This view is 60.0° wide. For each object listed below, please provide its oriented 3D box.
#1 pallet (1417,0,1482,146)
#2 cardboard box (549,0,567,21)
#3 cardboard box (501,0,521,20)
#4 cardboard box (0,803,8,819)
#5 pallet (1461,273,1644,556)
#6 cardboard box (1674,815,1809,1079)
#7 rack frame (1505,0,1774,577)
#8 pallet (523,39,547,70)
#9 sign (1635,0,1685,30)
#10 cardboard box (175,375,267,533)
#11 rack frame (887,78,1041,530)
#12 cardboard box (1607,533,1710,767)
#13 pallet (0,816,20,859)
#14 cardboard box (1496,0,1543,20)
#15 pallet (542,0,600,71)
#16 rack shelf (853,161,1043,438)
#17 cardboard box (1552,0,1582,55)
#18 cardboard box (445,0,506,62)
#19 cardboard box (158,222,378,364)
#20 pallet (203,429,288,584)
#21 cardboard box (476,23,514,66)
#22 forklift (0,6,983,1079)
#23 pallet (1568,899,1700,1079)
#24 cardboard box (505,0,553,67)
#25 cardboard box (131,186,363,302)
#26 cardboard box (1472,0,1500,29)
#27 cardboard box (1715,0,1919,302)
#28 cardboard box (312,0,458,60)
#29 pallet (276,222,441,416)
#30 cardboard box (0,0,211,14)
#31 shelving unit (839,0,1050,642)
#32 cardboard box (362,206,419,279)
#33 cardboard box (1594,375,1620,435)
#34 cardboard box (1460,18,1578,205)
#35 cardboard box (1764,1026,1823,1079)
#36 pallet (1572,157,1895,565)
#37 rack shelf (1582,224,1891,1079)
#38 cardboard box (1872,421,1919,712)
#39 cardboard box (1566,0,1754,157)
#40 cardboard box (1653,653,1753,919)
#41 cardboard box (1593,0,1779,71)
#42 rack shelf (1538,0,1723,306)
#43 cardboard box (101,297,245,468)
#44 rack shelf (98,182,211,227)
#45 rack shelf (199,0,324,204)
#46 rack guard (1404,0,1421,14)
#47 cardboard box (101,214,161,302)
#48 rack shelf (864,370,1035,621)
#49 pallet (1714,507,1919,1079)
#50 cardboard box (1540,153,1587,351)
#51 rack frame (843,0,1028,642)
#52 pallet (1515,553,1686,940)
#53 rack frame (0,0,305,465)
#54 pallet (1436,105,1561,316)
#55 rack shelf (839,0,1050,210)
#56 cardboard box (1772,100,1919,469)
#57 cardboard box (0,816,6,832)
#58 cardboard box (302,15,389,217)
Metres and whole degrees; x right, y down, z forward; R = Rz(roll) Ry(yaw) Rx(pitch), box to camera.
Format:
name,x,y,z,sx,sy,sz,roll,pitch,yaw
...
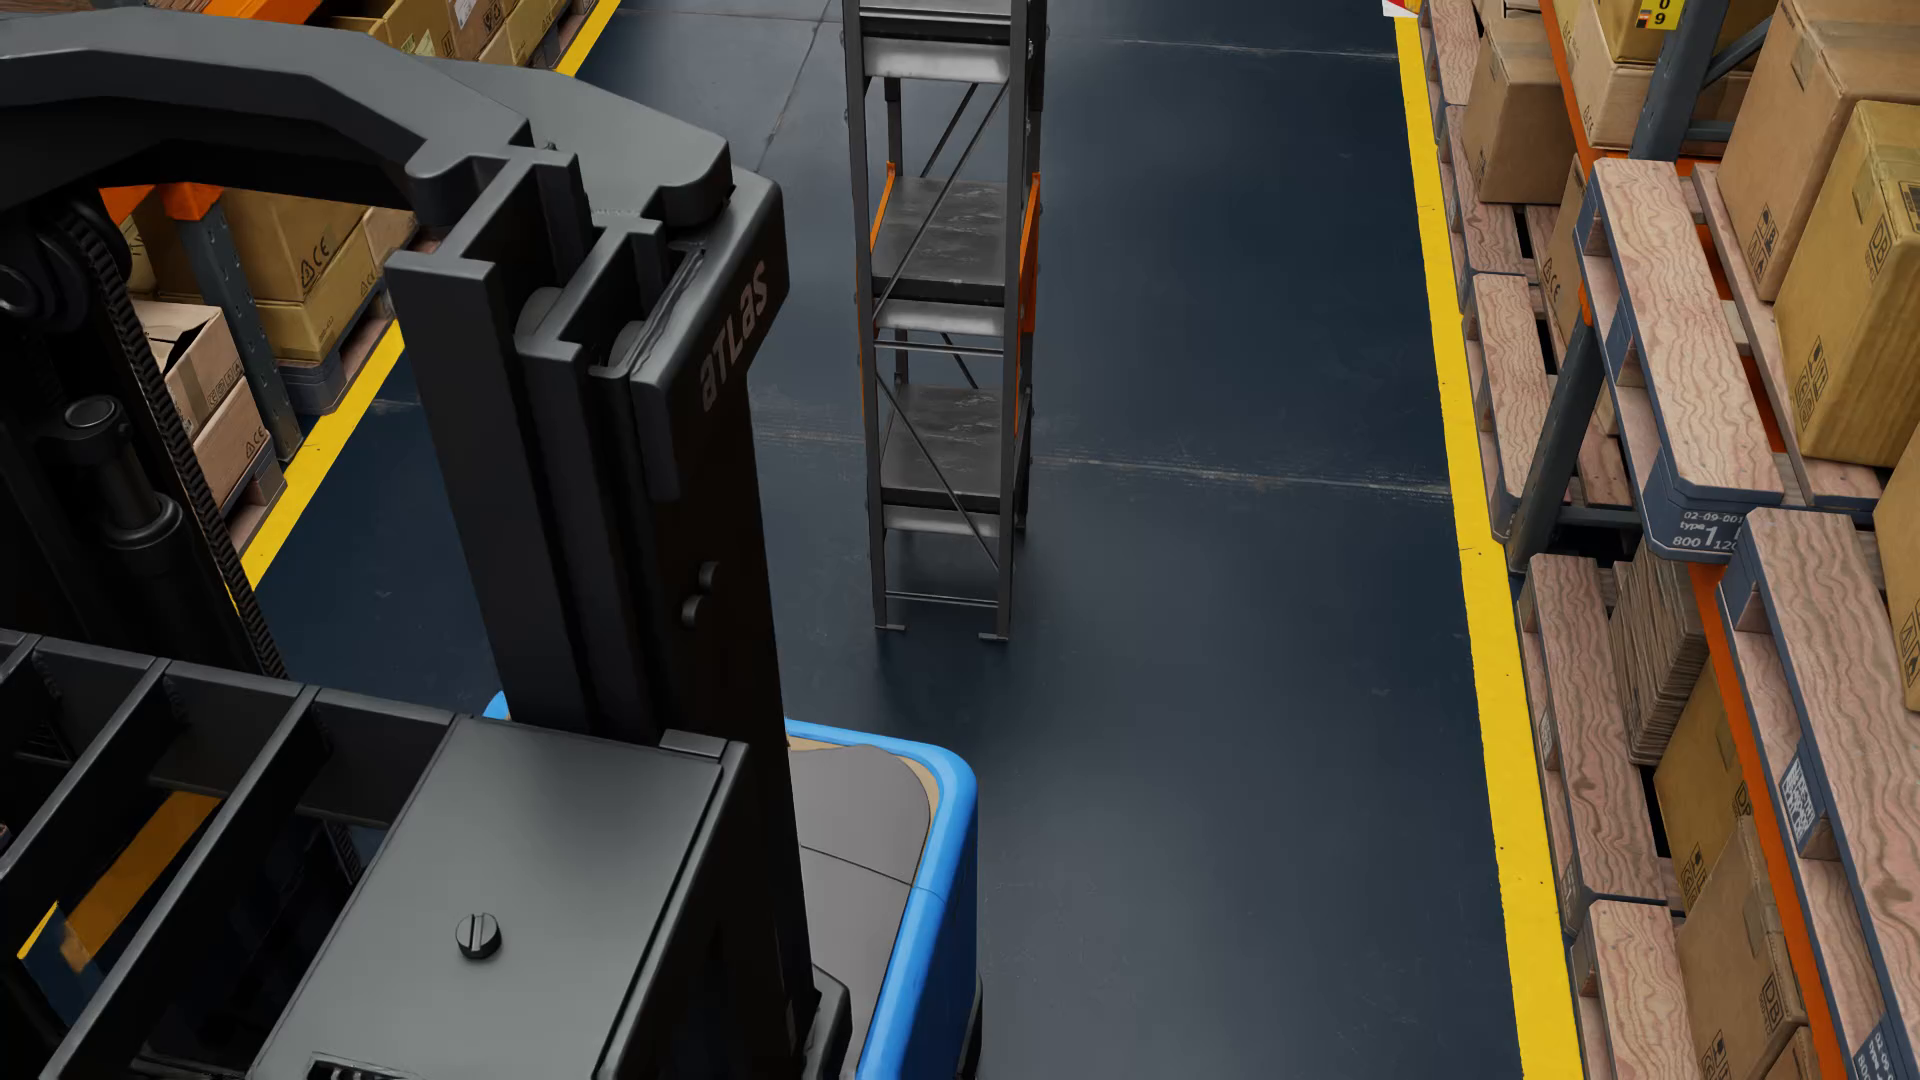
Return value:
name,x,y,z,sx,sy,sz,roll,pitch,yaw
pallet,2.576,-2.090,7.304,1.003,0.211,1.213,5,44,6
cardboard box,-2.014,-2.573,7.480,0.500,0.250,0.500,5,44,6
cardboard box,-2.076,-2.504,6.862,0.500,0.500,0.500,5,44,6
cardboard box,-2.614,0.422,4.318,0.500,0.250,0.500,6,44,6
pallet,2.253,-0.427,5.548,1.003,0.211,1.213,5,44,6
cardboard box,1.993,0.973,3.539,0.700,0.500,0.500,6,44,6
rack frame,2.200,-0.979,4.102,1.000,3.000,0.127,5,44,6
pallet,-2.406,-1.786,6.983,1.003,0.211,1.213,5,44,6
sign,1.661,-1.337,3.851,0.100,0.325,0.005,5,44,6
cardboard box,-2.479,-0.272,5.050,0.500,0.250,0.500,5,44,5
rack frame,0.010,-0.816,4.585,0.400,2.100,0.015,5,44,6
cardboard box,2.119,0.272,4.279,0.700,0.500,0.500,7,44,7
pallet,-2.929,0.925,4.119,1.003,0.211,1.213,5,44,6
cardboard box,2.472,-2.036,6.855,0.500,0.311,0.500,9,44,9
pallet,-2.242,-2.615,7.858,1.003,0.211,1.213,5,44,6
rack shelf,-0.022,-0.640,4.418,0.431,0.518,0.480,5,44,6
cardboard box,2.036,-1.621,4.875,0.500,0.250,0.500,5,44,6
cardboard box,-2.143,-2.163,6.502,0.500,0.500,0.500,5,44,6
cardboard box,-2.349,-0.869,5.681,0.500,0.250,0.500,5,44,6
pallet,-2.770,0.092,5.000,1.003,0.211,1.213,5,44,6
cardboard box,-2.147,-1.891,6.760,0.500,0.250,0.500,5,44,6
forklift,-0.778,1.044,2.015,1.130,2.935,3.031,9,44,9
pallet,1.939,1.398,3.620,1.003,0.211,1.213,5,44,6
cardboard box,-2.079,-2.232,7.120,0.500,0.250,0.500,5,44,6
cardboard box,-2.339,-1.141,5.422,0.500,0.500,0.500,5,44,6
cardboard box,2.548,-2.425,7.265,0.500,0.311,0.500,1,43,1
cardboard box,2.099,-0.831,3.553,0.700,0.500,0.500,5,44,6
cardboard box,-2.207,-1.822,6.142,0.500,0.500,0.500,5,44,6
pallet,-2.564,-0.952,6.102,1.003,0.211,1.213,5,44,6
cardboard box,-2.659,-1.766,4.861,0.700,0.500,0.500,4,44,4
shelving unit,-0.022,-0.650,4.409,0.431,2.100,0.503,5,44,6
cardboard box,-2.278,-1.209,6.040,0.500,0.250,0.500,5,44,6
cardboard box,2.241,-0.477,5.313,0.380,0.166,0.250,0,43,0
cardboard box,2.326,-1.610,6.266,0.700,0.500,0.500,3,44,3
cardboard box,1.935,1.318,3.174,0.700,0.500,0.500,5,44,5
pallet,1.954,-0.402,3.632,1.003,0.211,1.213,5,44,6
rack shelf,1.935,0.645,2.910,1.077,0.370,4.000,5,44,6
cardboard box,1.961,0.001,2.675,0.700,0.500,0.500,11,45,11
cardboard box,1.962,-1.282,4.517,0.500,0.250,0.500,5,44,6
cardboard box,2.100,0.629,3.902,0.700,0.500,0.500,4,44,5
cardboard box,1.956,-1.554,4.259,0.500,0.500,0.500,5,44,5
rack shelf,2.464,-2.081,5.789,1.077,0.370,4.000,5,44,6
cardboard box,-2.480,-0.482,4.864,0.500,0.311,0.500,5,44,6
rack shelf,-2.975,0.198,3.383,1.077,0.370,4.000,5,44,6
rack shelf,-2.447,-2.528,6.262,1.077,0.370,4.000,5,44,6
rack guard,2.718,-2.745,7.786,1.175,0.500,0.348,5,44,6
cardboard box,-2.866,-0.917,5.731,0.500,0.250,0.500,5,44,6
rack shelf,-0.022,-0.131,4.900,0.431,0.518,0.480,5,44,6
pallet,1.892,0.464,2.718,1.003,0.211,1.213,5,44,6
cardboard box,2.297,-0.942,5.561,0.500,0.500,0.500,2,43,2
rack frame,-0.054,-0.483,4.233,0.400,2.100,0.015,5,44,6
pallet,2.098,0.564,4.500,1.003,0.211,1.213,5,44,6
rack frame,-2.711,-1.427,4.575,1.000,3.000,0.127,5,44,6
pallet,2.412,-1.261,6.428,1.003,0.211,1.213,5,44,6
rack shelf,-0.022,-1.148,3.937,0.431,0.518,0.480,5,44,6
cardboard box,2.018,-0.451,3.152,0.700,0.500,0.500,9,44,10
cardboard box,-2.683,0.768,3.951,0.500,0.250,0.500,6,44,6
cardboard box,-2.281,-1.482,5.783,0.500,0.500,0.500,5,44,6
